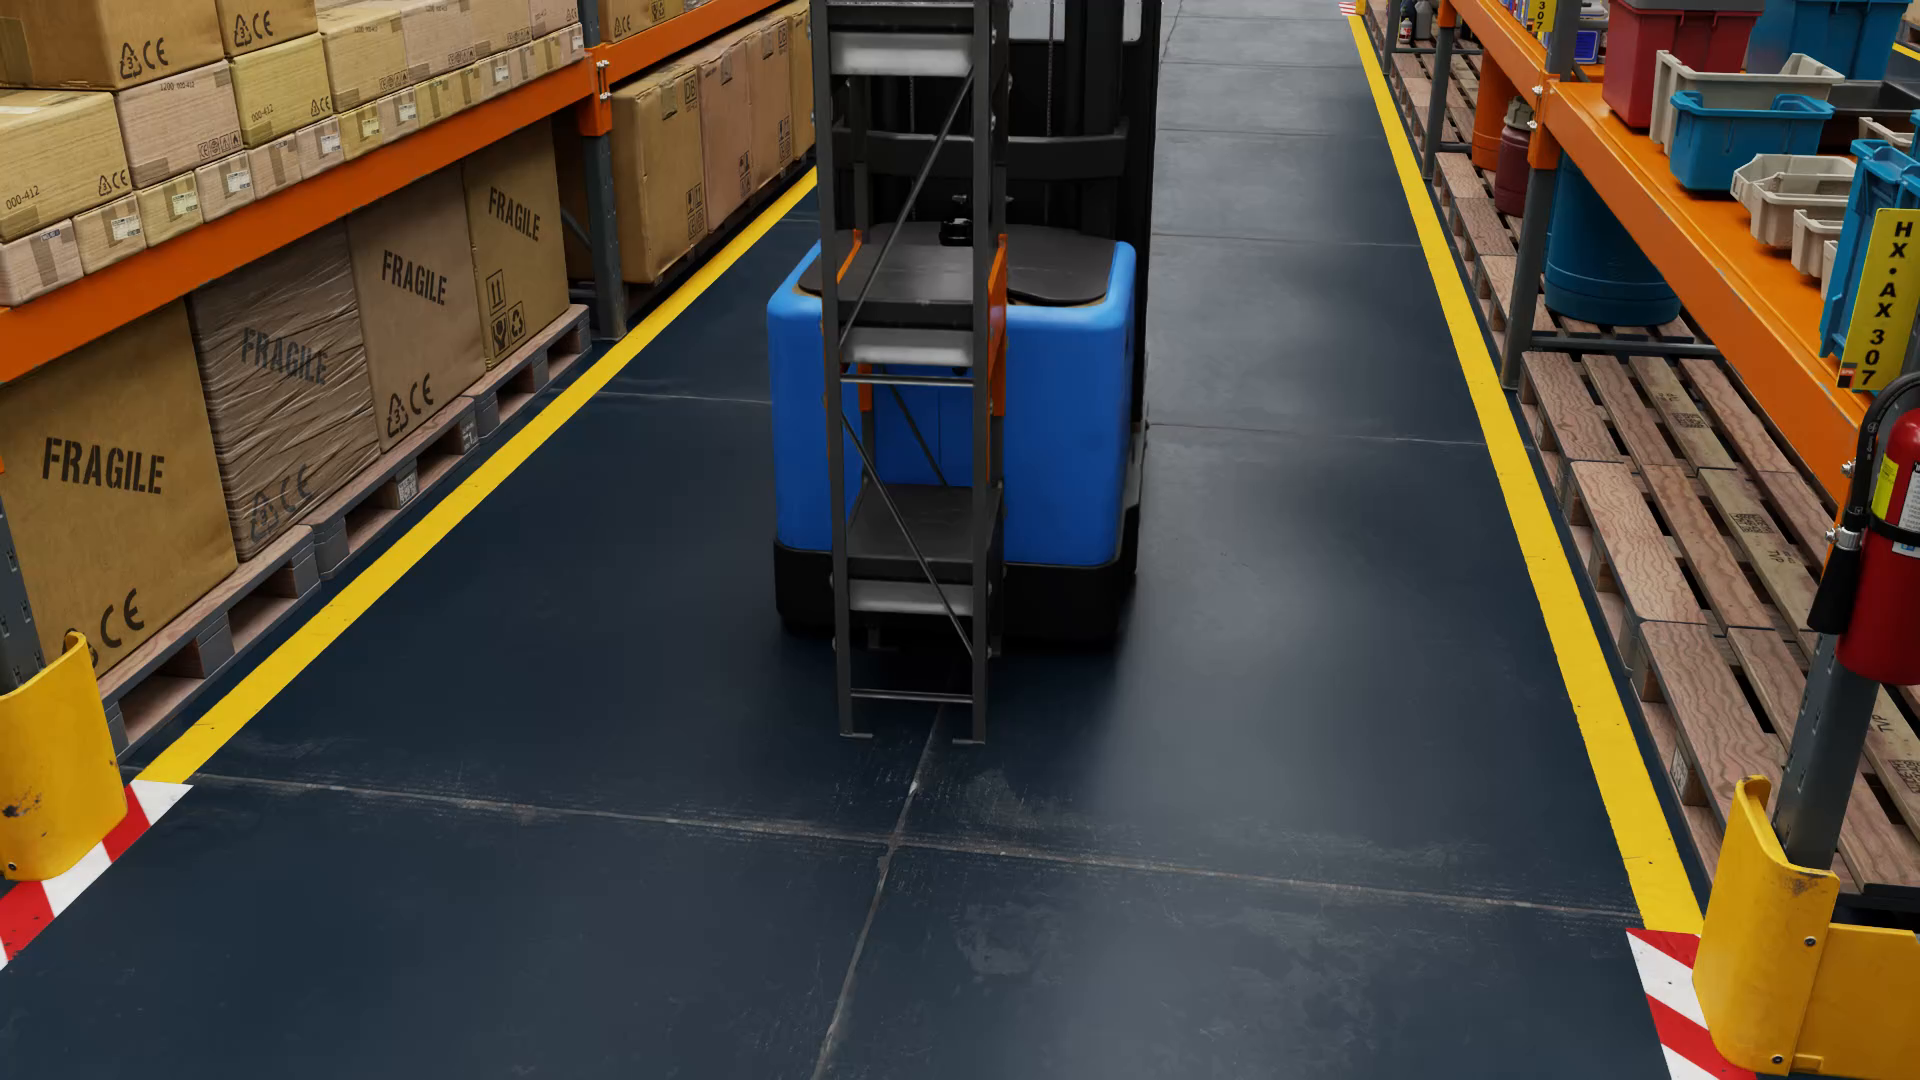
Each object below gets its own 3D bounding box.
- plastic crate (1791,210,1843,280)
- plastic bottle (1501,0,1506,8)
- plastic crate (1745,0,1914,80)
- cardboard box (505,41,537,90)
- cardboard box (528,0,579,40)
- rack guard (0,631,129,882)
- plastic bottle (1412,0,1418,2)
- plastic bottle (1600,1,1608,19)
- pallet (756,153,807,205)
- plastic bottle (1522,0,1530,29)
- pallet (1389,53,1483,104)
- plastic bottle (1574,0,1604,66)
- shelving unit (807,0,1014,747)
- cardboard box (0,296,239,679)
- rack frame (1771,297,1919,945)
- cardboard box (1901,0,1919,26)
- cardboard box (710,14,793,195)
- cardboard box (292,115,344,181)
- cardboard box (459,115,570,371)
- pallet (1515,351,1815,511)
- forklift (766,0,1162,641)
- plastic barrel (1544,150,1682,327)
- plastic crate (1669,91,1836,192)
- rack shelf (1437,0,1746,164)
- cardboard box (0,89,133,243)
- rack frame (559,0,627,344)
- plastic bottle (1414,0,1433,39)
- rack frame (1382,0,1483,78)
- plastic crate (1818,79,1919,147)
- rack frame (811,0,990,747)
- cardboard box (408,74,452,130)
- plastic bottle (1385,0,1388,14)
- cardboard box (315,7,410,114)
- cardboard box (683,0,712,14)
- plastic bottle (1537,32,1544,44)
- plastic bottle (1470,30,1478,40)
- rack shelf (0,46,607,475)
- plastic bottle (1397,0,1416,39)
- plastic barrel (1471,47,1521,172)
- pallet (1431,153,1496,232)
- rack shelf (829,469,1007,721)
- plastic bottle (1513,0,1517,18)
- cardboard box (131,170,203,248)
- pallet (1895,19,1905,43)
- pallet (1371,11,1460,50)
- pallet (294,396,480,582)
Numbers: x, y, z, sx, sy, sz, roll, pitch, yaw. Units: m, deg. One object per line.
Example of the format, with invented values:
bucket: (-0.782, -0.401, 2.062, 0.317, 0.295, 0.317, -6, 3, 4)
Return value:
plastic crate: (2.184, -0.694, 3.934, 0.396, 0.136, 0.243, 4, 25, 9)
plastic bottle: (2.859, -2.863, 8.475, 0.152, 0.276, 0.135, 4, 25, 9)
plastic crate: (3.082, -1.786, 5.976, 0.392, 0.384, 0.575, 4, 25, 9)
cardboard box: (-1.875, -1.849, 6.459, 0.380, 0.149, 0.250, 4, 25, 8)
cardboard box: (-1.878, -2.192, 6.721, 0.500, 0.250, 0.500, 4, 25, 8)
rack guard: (-2.723, 0.487, 4.120, 1.175, 0.500, 0.348, 4, 25, 9)
plastic bottle: (4.170, -4.865, 15.291, 0.061, 0.283, 0.133, 4, 25, 9)
plastic bottle: (2.753, -2.234, 7.219, 0.097, 0.201, 0.097, 0, 25, 0)
pallet: (-1.614, -2.414, 10.658, 1.003, 0.211, 1.213, 4, 25, 9)
plastic bottle: (2.731, -2.536, 7.776, 0.152, 0.276, 0.135, 4, 25, 9)
pallet: (4.039, -3.737, 13.484, 1.003, 0.211, 1.213, 4, 25, 9)
plastic bottle: (2.567, -2.116, 6.879, 0.152, 0.276, 0.135, 4, 25, 9)
shelving unit: (-0.105, -0.496, 4.322, 0.431, 2.100, 0.503, 3, 26, 6)
cardboard box: (-2.693, -0.156, 4.557, 0.875, 0.875, 0.875, 4, 25, 9)
rack frame: (2.168, -0.312, 2.878, 1.000, 3.000, 0.127, 4, 25, 9)
cardboard box: (9.201, -4.977, 15.592, 0.500, 0.250, 0.500, 4, 25, 9)
cardboard box: (-1.698, -2.570, 9.712, 1.225, 0.875, 0.875, 4, 25, 9)
cardboard box: (-2.127, -1.205, 5.082, 0.380, 0.149, 0.250, 4, 25, 8)
cardboard box: (-2.252, -1.286, 6.969, 0.875, 0.875, 0.875, 4, 25, 9)
pallet: (2.740, -0.412, 6.381, 1.003, 0.211, 1.213, 4, 25, 9)
forklift: (0.148, -1.623, 5.760, 1.130, 2.935, 3.031, 3, 25, 7)
plastic barrel: (2.927, -1.451, 7.292, 0.600, 0.901, 0.708, 4, 25, 9)
plastic crate: (2.250, -1.140, 4.774, 0.416, 0.233, 0.300, 4, 25, 9)
rack shelf: (3.148, -2.496, 8.392, 1.077, 0.370, 4.000, 4, 25, 9)
cardboard box: (-2.374, -0.904, 3.969, 0.500, 0.250, 0.500, 3, 25, 7)
rack frame: (-2.065, -2.328, 7.186, 1.000, 3.000, 0.127, 4, 25, 9)
plastic bottle: (4.092, -4.610, 14.666, 0.144, 0.351, 0.185, 4, 25, 9)
rack frame: (4.129, -5.331, 13.601, 1.000, 3.000, 0.127, 4, 25, 9)
plastic crate: (2.904, -1.401, 5.458, 0.437, 0.125, 0.590, 4, 25, 9)
rack frame: (-0.132, -0.389, 4.104, 0.400, 2.100, 0.015, 3, 26, 6)
cardboard box: (-2.001, -1.527, 5.770, 0.380, 0.149, 0.250, 4, 25, 8)
plastic bottle: (4.179, -5.231, 16.086, 0.097, 0.271, 0.097, 0, 25, 0)
cardboard box: (-2.130, -1.550, 5.350, 0.500, 0.250, 0.500, 4, 25, 7)
cardboard box: (-1.580, -2.968, 8.435, 0.500, 0.500, 0.500, 3, 25, 7)
plastic bottle: (2.649, -2.370, 7.333, 0.144, 0.351, 0.185, 4, 25, 9)
plastic bottle: (4.534, -4.547, 14.611, 0.061, 0.283, 0.133, 4, 25, 9)
rack shelf: (-2.392, -1.166, 5.551, 1.077, 0.370, 4.000, 4, 25, 9)
plastic bottle: (3.950, -4.620, 14.687, 0.144, 0.351, 0.185, 3, 25, 7)
plastic barrel: (3.412, -2.659, 9.958, 0.600, 0.830, 0.708, 4, 25, 9)
pallet: (3.388, -2.062, 9.907, 1.003, 0.211, 1.213, 4, 25, 9)
rack shelf: (-0.104, 0.144, 4.637, 0.431, 0.518, 0.480, 3, 26, 6)
plastic bottle: (2.761, -2.650, 8.107, 0.097, 0.201, 0.097, 0, 25, 0)
cardboard box: (-2.253, -0.882, 4.391, 0.380, 0.149, 0.250, 3, 25, 7)
pallet: (9.585, -5.074, 16.340, 1.003, 0.211, 1.213, 4, 25, 9)
pallet: (4.477, -4.858, 15.879, 1.003, 0.211, 1.213, 4, 25, 9)
pallet: (-2.463, -0.241, 6.016, 1.003, 0.211, 1.213, 4, 25, 9)
